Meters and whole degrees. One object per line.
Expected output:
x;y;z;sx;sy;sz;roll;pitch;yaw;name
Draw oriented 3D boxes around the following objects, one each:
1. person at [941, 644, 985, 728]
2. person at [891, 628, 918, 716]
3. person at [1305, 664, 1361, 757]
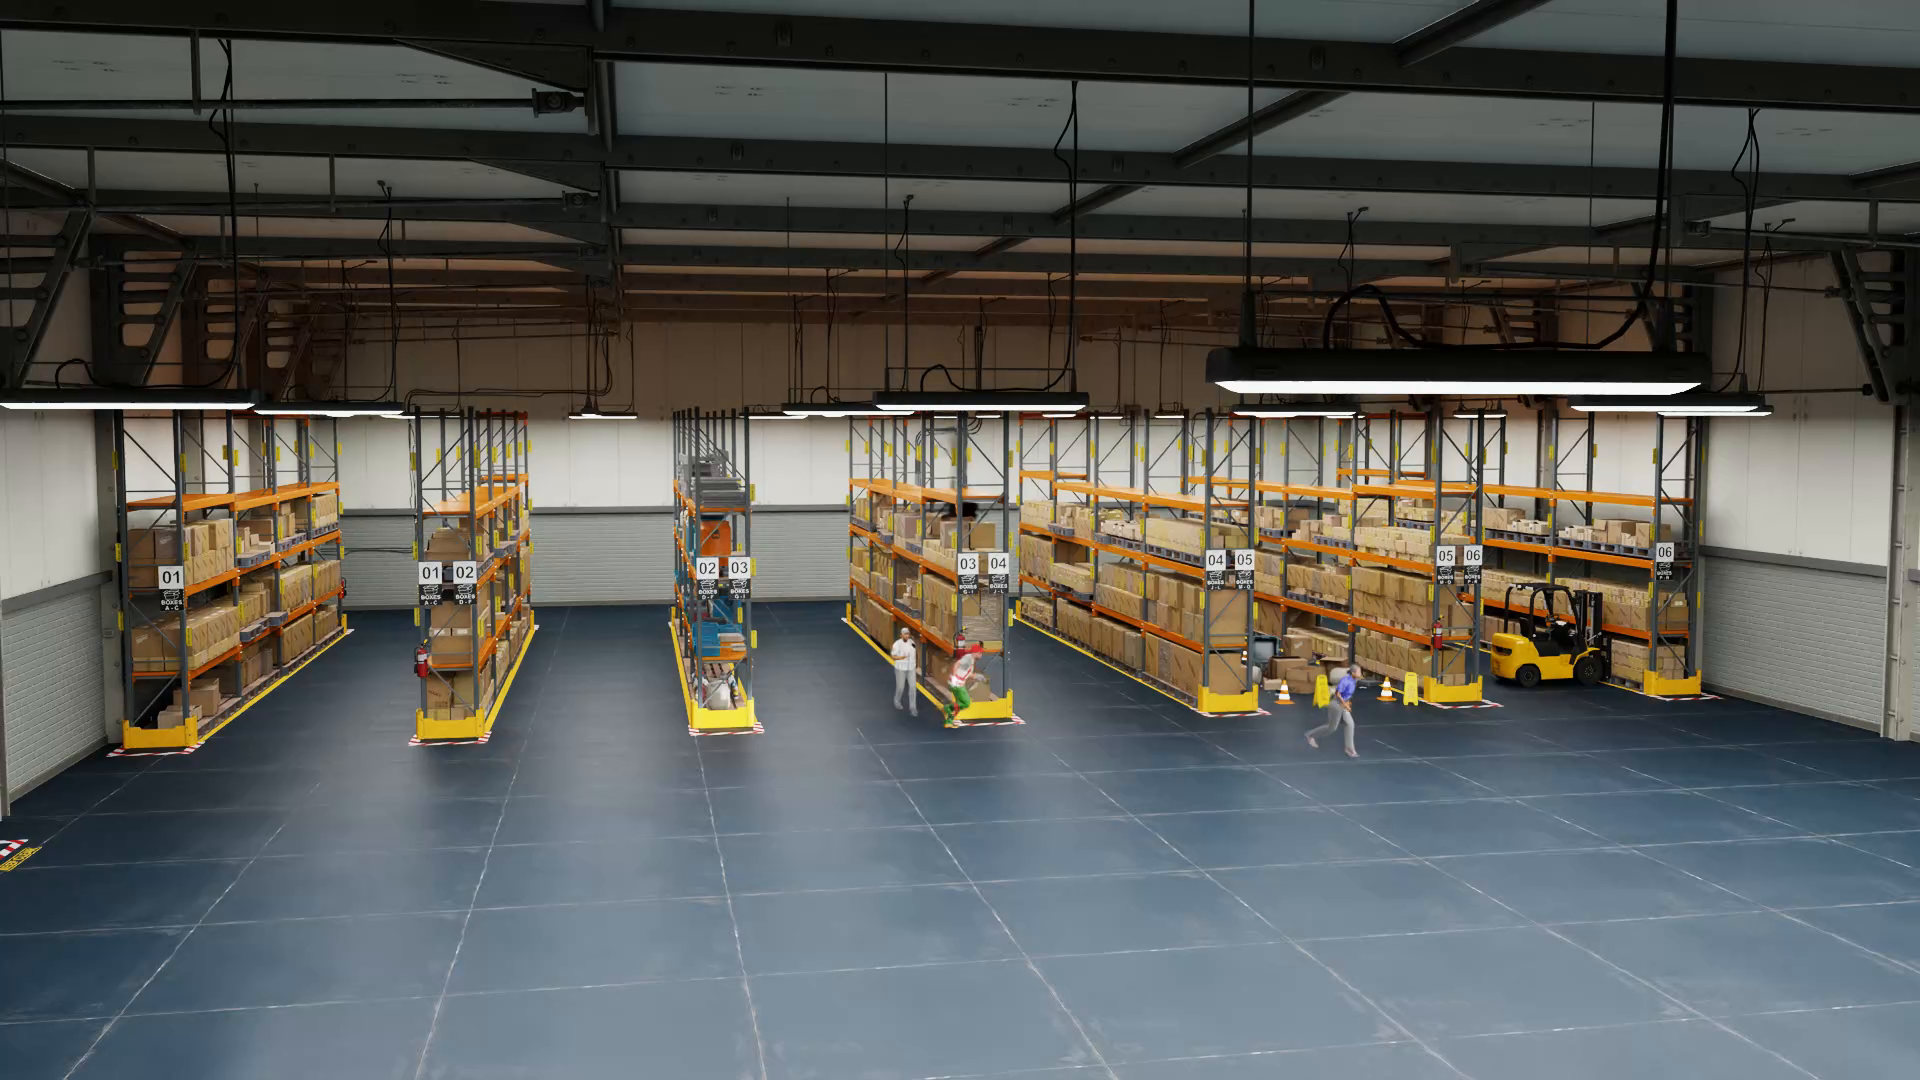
0.051;2.733;30.964;0.828;1.591;0.694;1;4;9;person
-1.079;2.558;32.616;0.599;1.690;0.880;-1;4;-19;person
6.438;2.918;28.652;0.957;1.615;0.602;2;4;23;person
